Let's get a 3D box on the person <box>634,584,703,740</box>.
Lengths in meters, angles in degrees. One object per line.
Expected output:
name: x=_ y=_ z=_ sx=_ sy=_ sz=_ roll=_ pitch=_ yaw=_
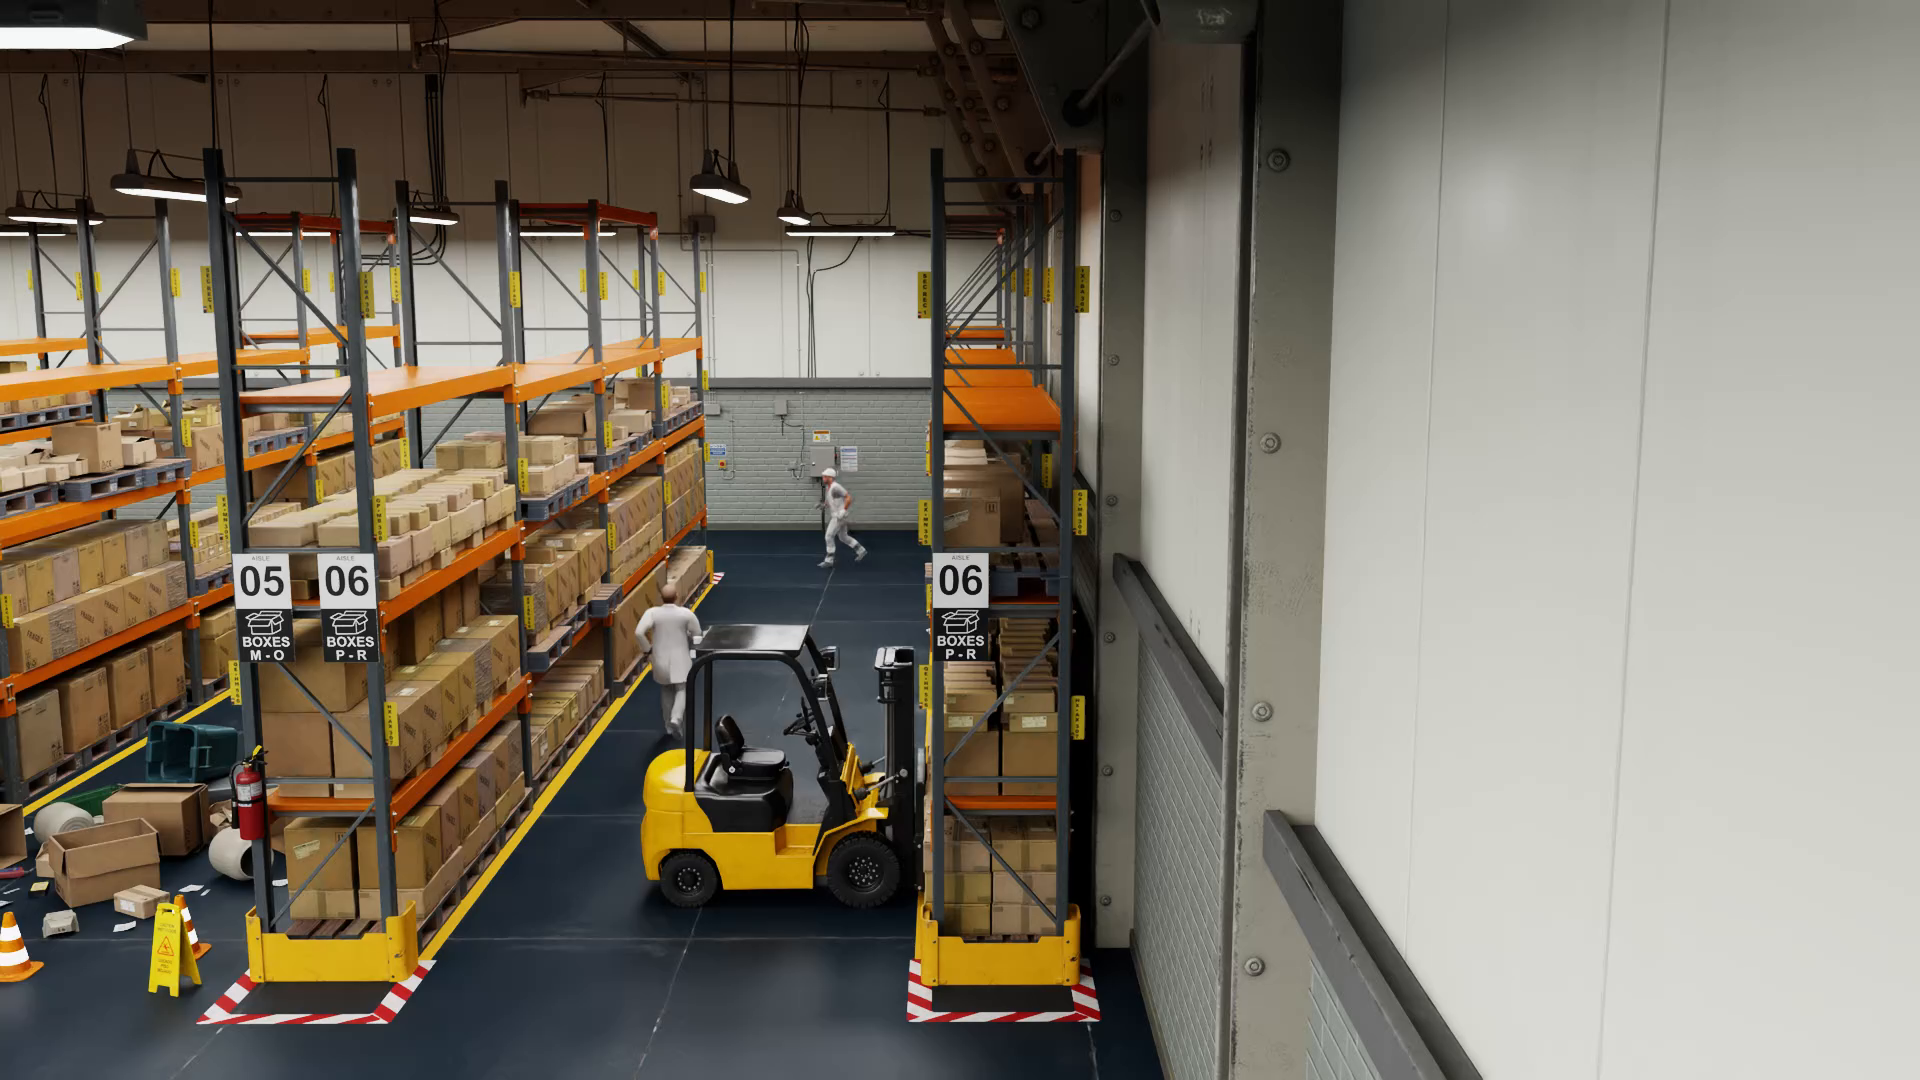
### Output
person: x=-3.206 y=1.392 z=18.442 sx=0.720 sy=1.664 sz=1.030 roll=0 pitch=9 yaw=-2

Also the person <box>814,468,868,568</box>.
person: x=-2.094 y=-0.403 z=29.448 sx=0.953 sy=1.753 sz=0.677 roll=-2 pitch=9 yaw=-15
